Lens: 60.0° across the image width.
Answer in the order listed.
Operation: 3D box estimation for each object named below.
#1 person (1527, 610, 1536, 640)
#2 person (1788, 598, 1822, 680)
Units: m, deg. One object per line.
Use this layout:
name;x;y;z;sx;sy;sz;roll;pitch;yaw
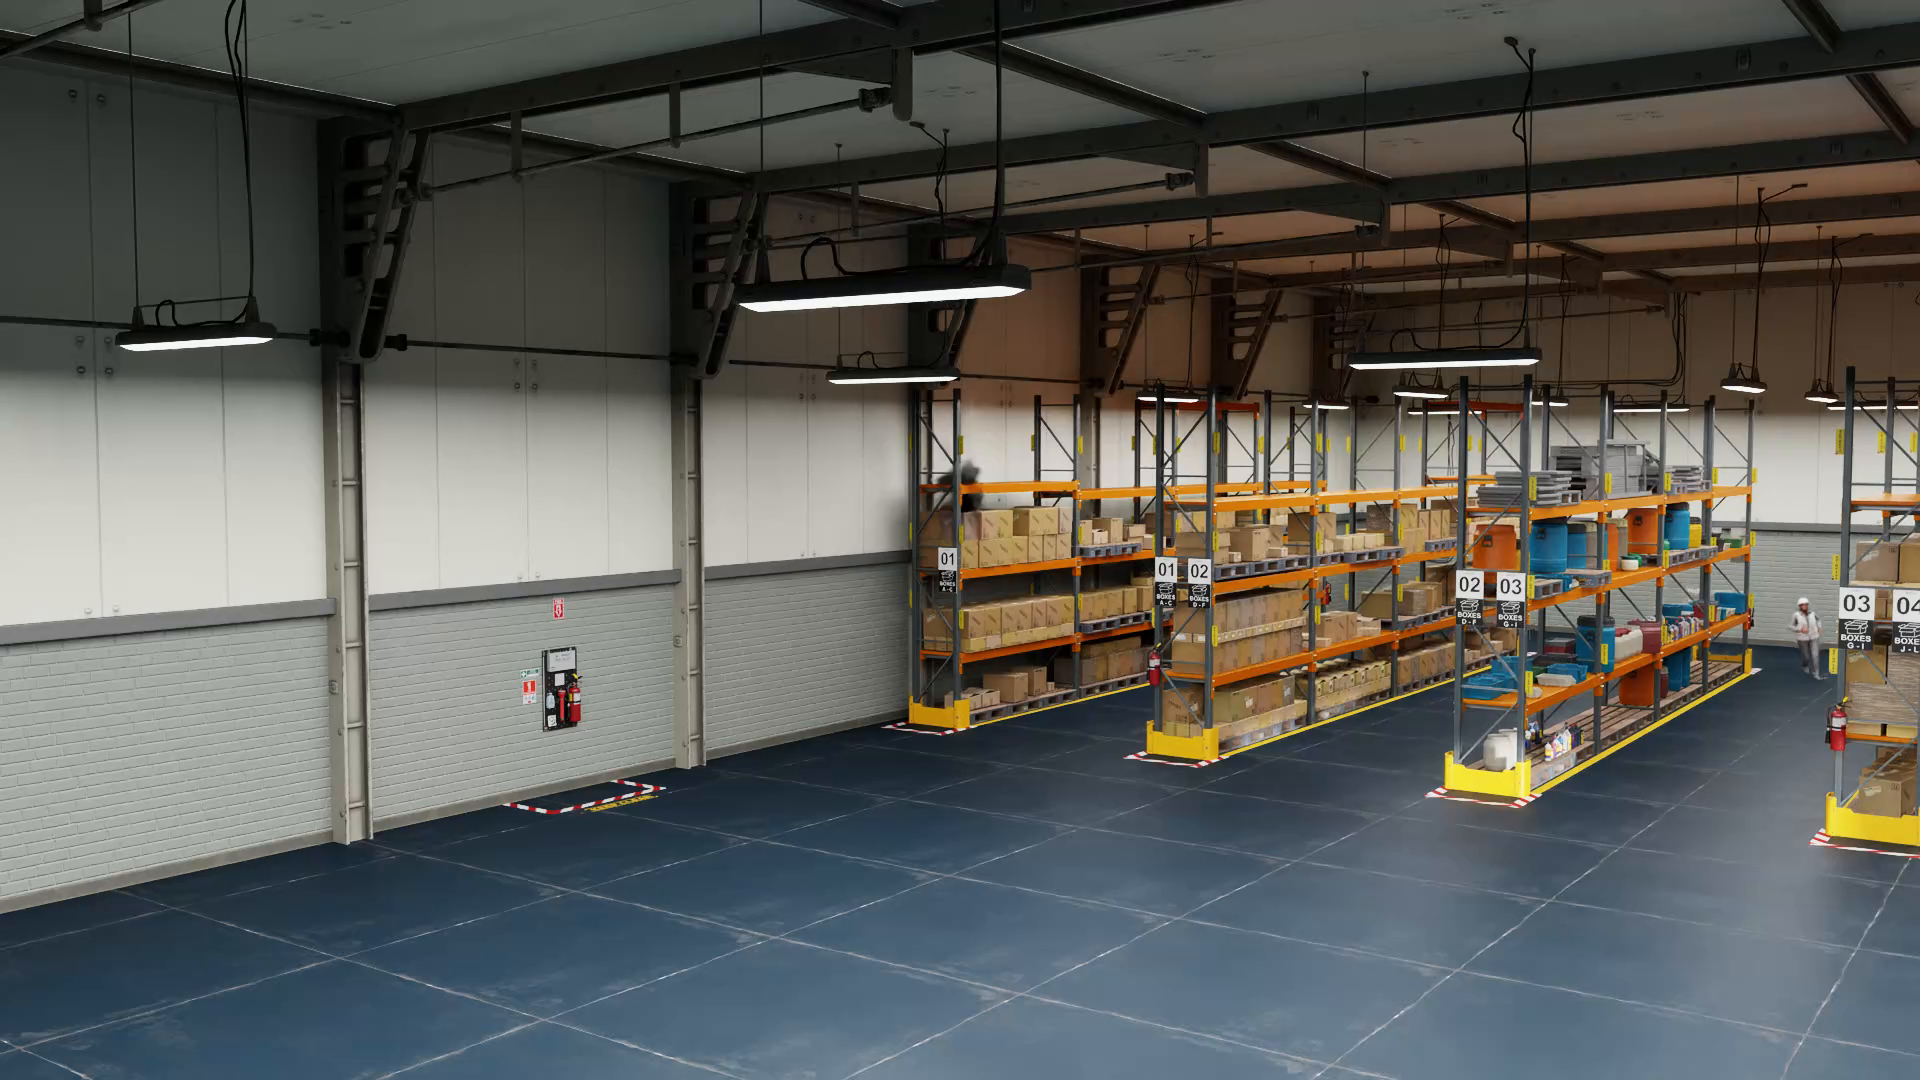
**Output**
person;13.700;1.880;40.494;0.599;1.658;0.648;-3;4;-38
person;18.148;2.107;35.707;0.698;1.724;0.837;1;3;10
